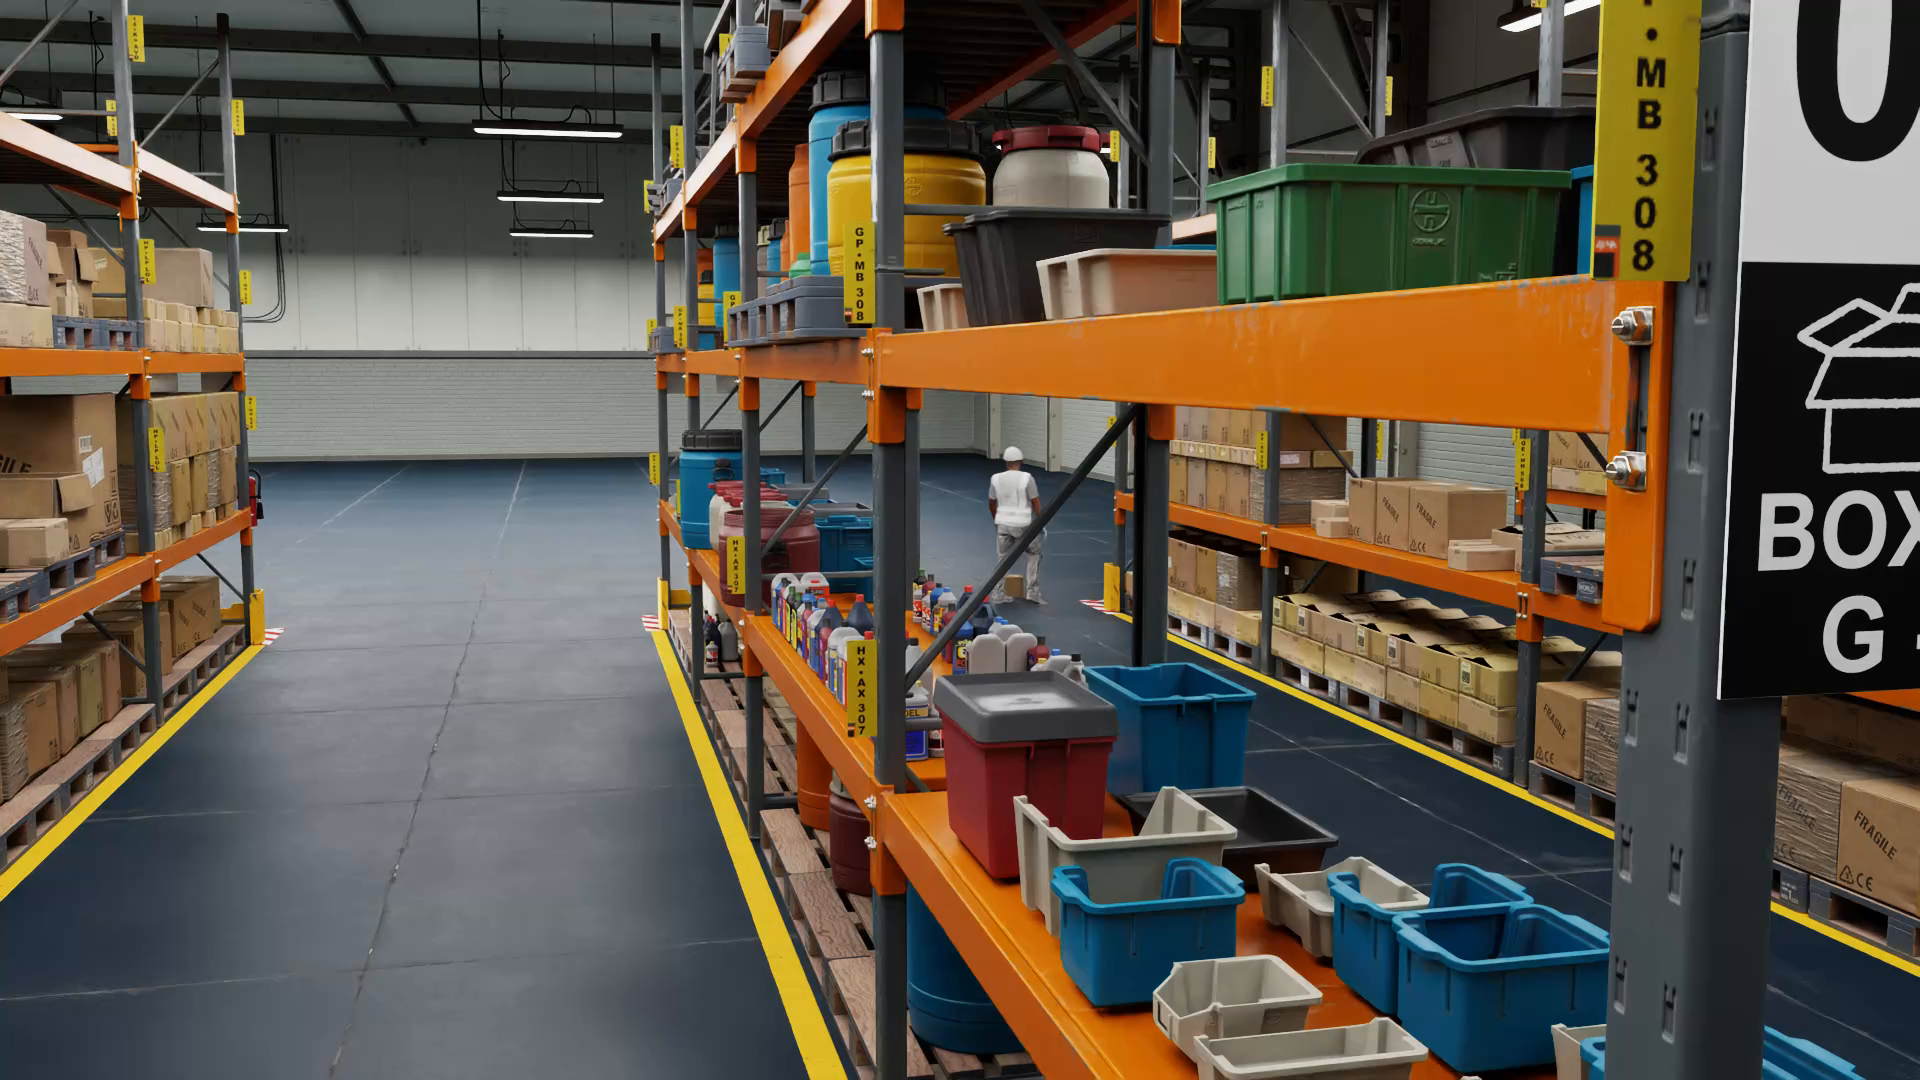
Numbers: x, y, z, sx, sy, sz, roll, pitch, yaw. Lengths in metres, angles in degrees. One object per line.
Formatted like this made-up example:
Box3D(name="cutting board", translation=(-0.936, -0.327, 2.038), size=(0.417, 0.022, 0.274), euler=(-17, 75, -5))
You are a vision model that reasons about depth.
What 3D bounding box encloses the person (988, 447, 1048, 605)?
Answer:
Box3D(name="person", translation=(0.662, -0.140, 18.709), size=(0.717, 1.817, 0.549), euler=(4, 7, 34))
